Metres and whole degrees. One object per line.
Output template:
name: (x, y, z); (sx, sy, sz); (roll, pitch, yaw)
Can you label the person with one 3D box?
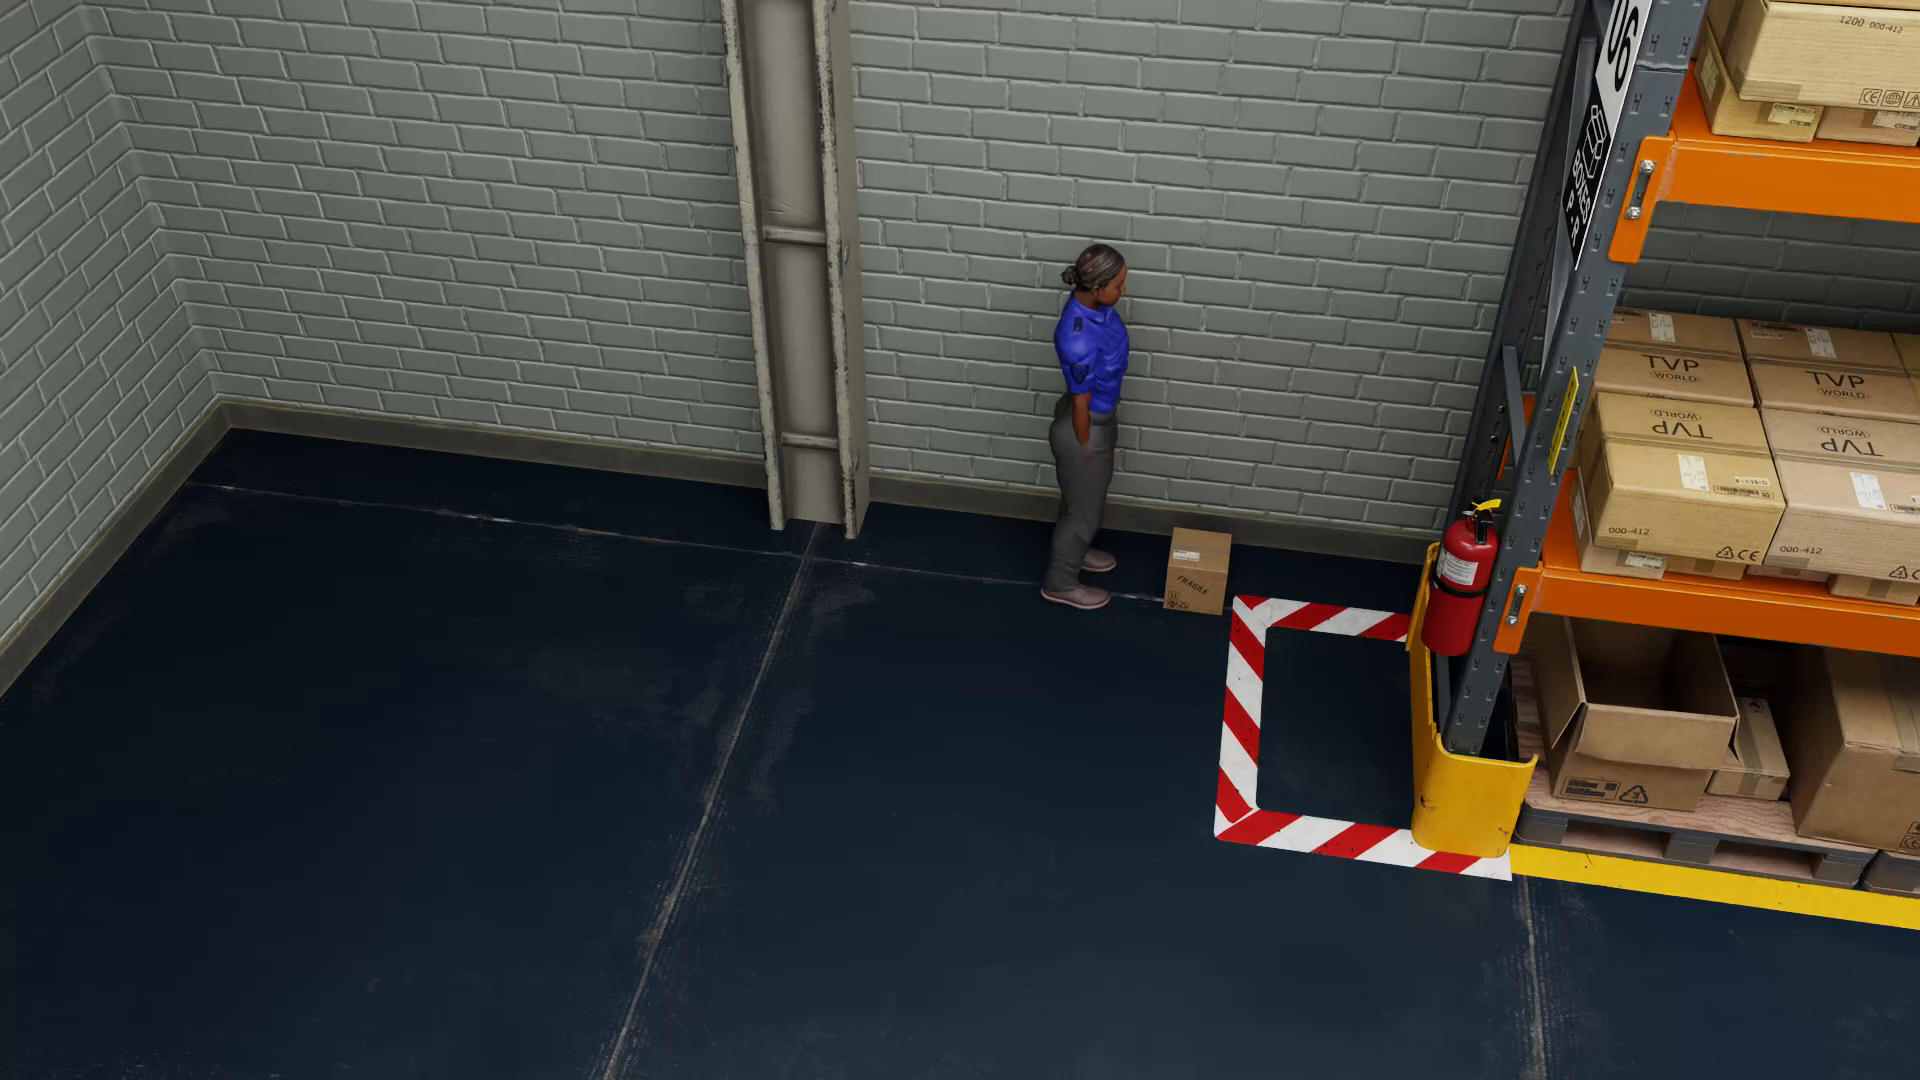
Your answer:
person: (0.519, -0.460, 6.702); (0.299, 1.655, 0.438); (7, 41, 8)
